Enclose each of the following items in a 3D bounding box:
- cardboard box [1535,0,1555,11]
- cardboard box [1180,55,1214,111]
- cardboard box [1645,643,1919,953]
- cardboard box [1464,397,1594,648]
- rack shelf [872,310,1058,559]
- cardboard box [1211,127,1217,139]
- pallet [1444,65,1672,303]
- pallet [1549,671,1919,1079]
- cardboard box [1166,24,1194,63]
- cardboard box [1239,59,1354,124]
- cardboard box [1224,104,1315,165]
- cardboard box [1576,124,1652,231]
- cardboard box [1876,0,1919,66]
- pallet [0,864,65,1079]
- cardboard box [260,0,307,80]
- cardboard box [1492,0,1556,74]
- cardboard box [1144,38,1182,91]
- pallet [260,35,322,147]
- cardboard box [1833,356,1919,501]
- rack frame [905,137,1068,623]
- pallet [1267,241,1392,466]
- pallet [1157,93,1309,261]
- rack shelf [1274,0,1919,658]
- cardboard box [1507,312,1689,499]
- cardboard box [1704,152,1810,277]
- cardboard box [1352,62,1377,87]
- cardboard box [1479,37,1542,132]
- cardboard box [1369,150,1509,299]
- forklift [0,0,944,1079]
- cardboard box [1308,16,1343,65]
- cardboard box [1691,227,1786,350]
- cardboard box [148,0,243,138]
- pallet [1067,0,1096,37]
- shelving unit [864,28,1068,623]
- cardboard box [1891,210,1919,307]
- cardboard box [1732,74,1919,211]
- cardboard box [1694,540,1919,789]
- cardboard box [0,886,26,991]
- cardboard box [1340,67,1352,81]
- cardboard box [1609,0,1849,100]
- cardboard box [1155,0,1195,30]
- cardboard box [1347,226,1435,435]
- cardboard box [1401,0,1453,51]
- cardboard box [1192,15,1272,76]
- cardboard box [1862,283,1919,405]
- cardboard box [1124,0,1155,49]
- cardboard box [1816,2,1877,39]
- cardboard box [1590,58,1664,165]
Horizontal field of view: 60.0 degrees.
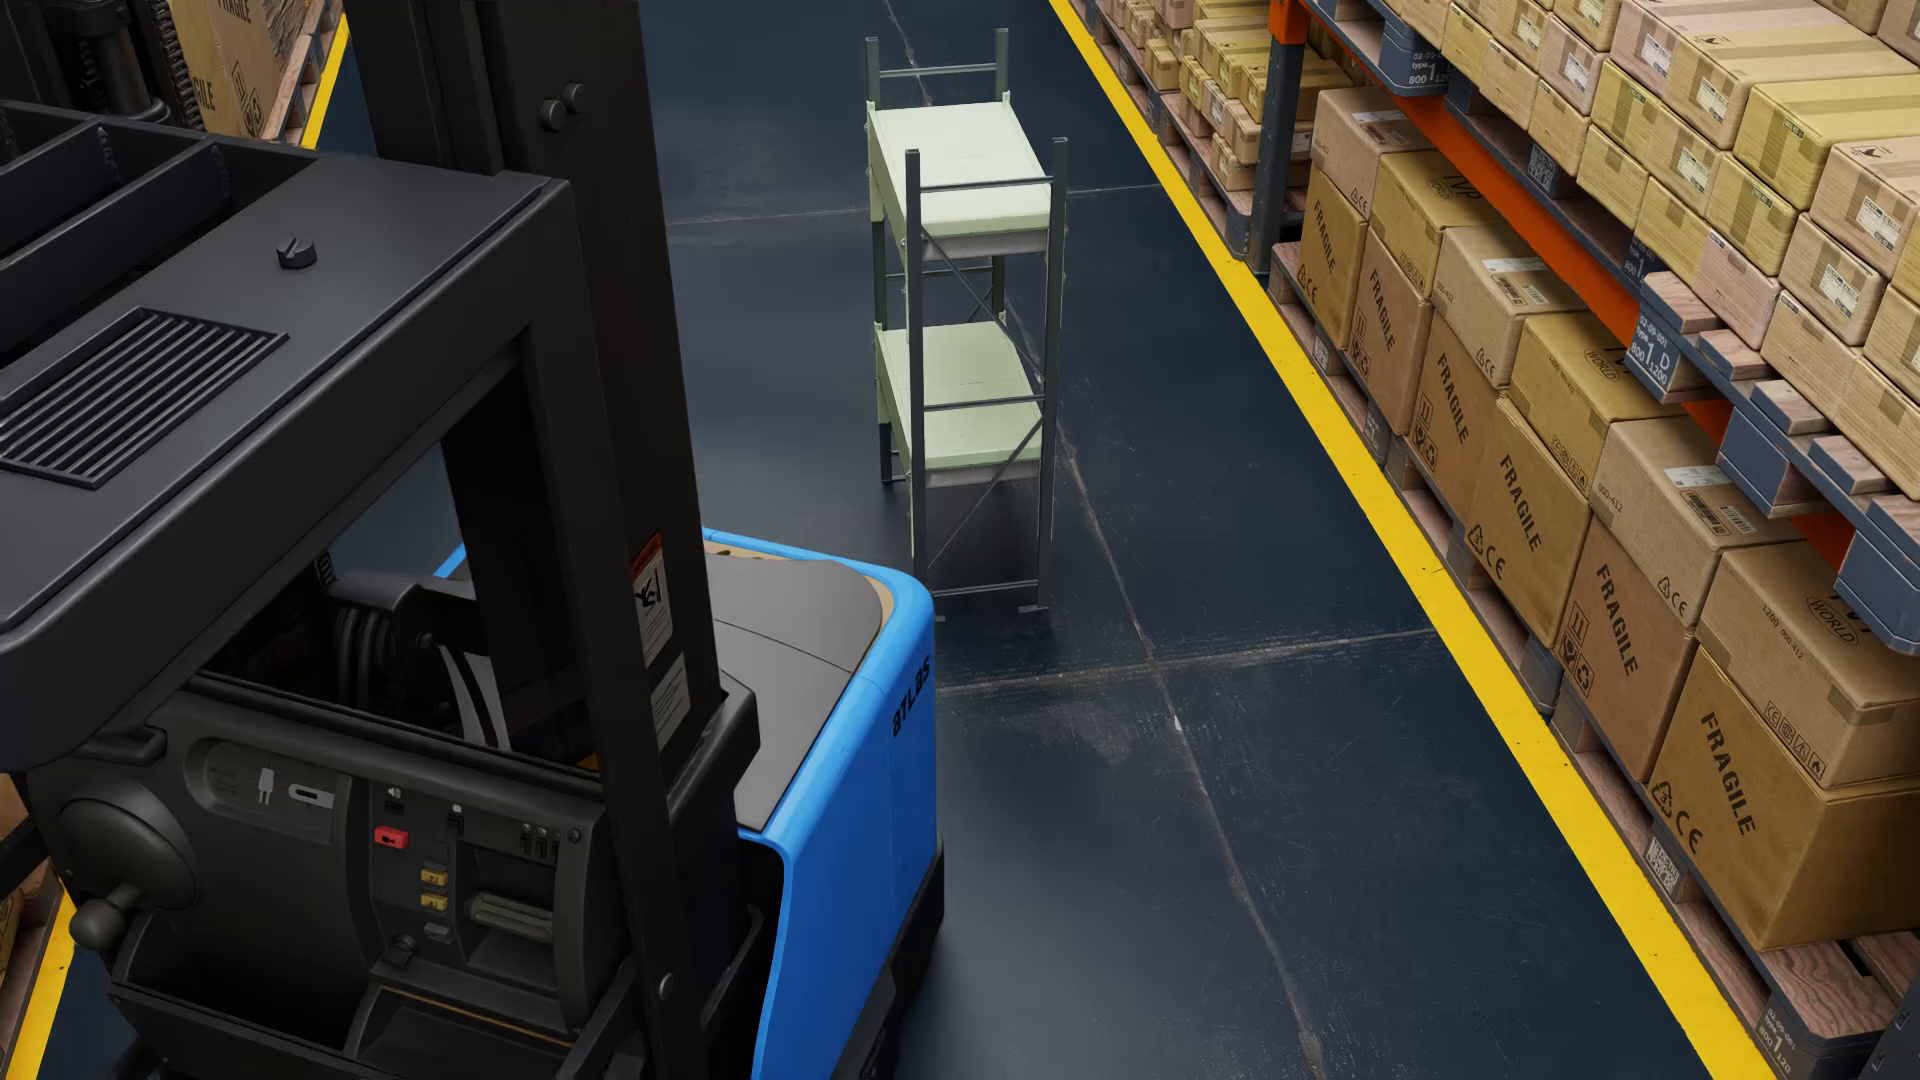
[{"bbox_3d":[1.542,-1.387,3.968,0.380,0.149,0.250,-5,38,-7],"label":"cardboard box"},{"bbox_3d":[1.156,-1.952,7.057,0.380,0.149,0.250,-7,38,-10],"label":"cardboard box"},{"bbox_3d":[1.976,0.551,3.791,0.500,0.500,0.500,-6,38,-8],"label":"cardboard box"},{"bbox_3d":[1.780,-0.080,4.604,0.500,0.500,0.500,-8,39,-10],"label":"cardboard box"},{"bbox_3d":[0.001,-0.331,4.985,0.431,0.370,0.720,-6,38,-8],"label":"rack shelf"},{"bbox_3d":[1.280,-1.723,7.004,0.380,0.149,0.250,-5,38,-7],"label":"cardboard box"},{"bbox_3d":[1.962,-1.016,4.269,1.003,0.211,1.213,-6,38,-8],"label":"pallet"},{"bbox_3d":[2.213,0.728,4.140,1.003,0.211,1.213,-6,38,-8],"label":"pallet"},{"bbox_3d":[1.144,-2.266,7.461,0.380,0.149,0.250,-5,38,-7],"label":"cardboard box"},{"bbox_3d":[1.329,-1.778,6.591,0.380,0.149,0.250,-5,38,-7],"label":"cardboard box"},{"bbox_3d":[1.280,-1.630,6.642,0.380,0.149,0.250,-6,38,-7],"label":"cardboard box"},{"bbox_3d":[1.634,-0.835,3.742,0.380,0.149,0.250,-8,39,-10],"label":"cardboard box"},{"bbox_3d":[2.275,-1.136,3.645,0.380,0.149,0.250,-5,38,-6],"label":"cardboard box"},{"bbox_3d":[-2.616,1.189,3.548,1.003,0.211,1.213,-6,38,-8],"label":"pallet"},{"bbox_3d":[-3.604,-2.659,7.618,0.875,0.875,0.875,-6,38,-8],"label":"cardboard box"},{"bbox_3d":[1.540,-1.269,4.058,0.380,0.149,0.250,-7,38,-9],"label":"cardboard box"},{"bbox_3d":[1.062,-2.182,7.595,0.380,0.149,0.250,-6,38,-8],"label":"cardboard box"},{"bbox_3d":[-3.527,-1.949,7.587,1.003,0.211,1.213,-6,38,-8],"label":"pallet"},{"bbox_3d":[1.810,-0.216,2.945,0.380,0.149,0.250,-6,38,-7],"label":"cardboard box"},{"bbox_3d":[0.065,-0.367,4.500,0.400,1.500,0.023,-6,38,-8],"label":"rack frame"},{"bbox_3d":[1.786,-0.745,6.037,1.003,0.211,1.213,-6,38,-8],"label":"pallet"},{"bbox_3d":[1.495,-1.617,7.160,1.003,0.211,1.213,-6,38,-8],"label":"pallet"},{"bbox_3d":[1.998,-0.825,4.453,1.077,0.370,4.000,-6,38,-8],"label":"rack shelf"},{"bbox_3d":[1.798,-0.373,4.369,0.500,0.250,0.500,-5,38,-7],"label":"cardboard box"},{"bbox_3d":[1.717,-0.654,3.267,0.380,0.149,0.250,-5,38,-7],"label":"cardboard box"},{"bbox_3d":[1.791,-1.822,6.647,0.380,0.149,0.250,-5,38,-6],"label":"cardboard box"},{"bbox_3d":[1.539,-1.155,4.154,0.380,0.149,0.250,-8,39,-10],"label":"cardboard box"},{"bbox_3d":[1.613,-0.995,5.170,0.500,0.250,0.500,-5,38,-7],"label":"cardboard box"},{"bbox_3d":[-0.999,0.522,2.189,1.130,2.935,3.031,12,39,15],"label":"forklift"},{"bbox_3d":[1.709,-2.142,7.059,0.380,0.149,0.250,-7,38,-9],"label":"cardboard box"},{"bbox_3d":[1.723,-0.521,3.338,0.380,0.149,0.250,-6,38,-7],"label":"cardboard box"},{"bbox_3d":[-3.290,-1.578,6.226,0.875,0.875,0.875,-6,38,-8],"label":"cardboard box"},{"bbox_3d":[1.067,-3.091,9.057,1.003,0.211,1.213,-6,38,-8],"label":"pallet"},{"bbox_3d":[0.001,-0.588,4.785,0.431,1.500,0.755,-6,38,-8],"label":"shelving unit"},{"bbox_3d":[1.812,-0.449,2.760,0.380,0.149,0.250,-8,38,-10],"label":"cardboard box"},{"bbox_3d":[1.724,-0.759,3.160,0.380,0.149,0.250,-5,38,-7],"label":"cardboard box"},{"bbox_3d":[1.971,0.240,3.580,0.500,0.250,0.500,-7,38,-9],"label":"cardboard box"},{"bbox_3d":[-2.652,0.826,3.131,1.225,0.875,0.875,-8,39,-10],"label":"cardboard box"},{"bbox_3d":[1.767,-1.871,6.952,0.380,0.149,0.250,-6,38,-8],"label":"cardboard box"},{"bbox_3d":[1.637,-1.066,3.555,0.380,0.149,0.250,-6,38,-8],"label":"cardboard box"},{"bbox_3d":[1.087,-2.397,7.387,0.380,0.149,0.250,-8,39,-10],"label":"cardboard box"},{"bbox_3d":[1.611,-0.701,5.403,0.500,0.500,0.500,-5,38,-6],"label":"cardboard box"},{"bbox_3d":[1.446,-1.472,4.562,0.380,0.149,0.250,-8,39,-10],"label":"cardboard box"},{"bbox_3d":[1.195,-2.078,6.976,0.380,0.149,0.250,-7,38,-8],"label":"cardboard box"},{"bbox_3d":[1.814,-0.334,2.855,0.380,0.149,0.250,-5,38,-7],"label":"cardboard box"},{"bbox_3d":[1.008,-2.489,7.990,0.380,0.149,0.250,-6,38,-8],"label":"cardboard box"},{"bbox_3d":[2.235,-1.176,3.939,0.380,0.149,0.250,-7,38,-8],"label":"cardboard box"},{"bbox_3d":[1.632,-0.956,3.655,0.380,0.149,0.250,-6,38,-8],"label":"cardboard box"}]
